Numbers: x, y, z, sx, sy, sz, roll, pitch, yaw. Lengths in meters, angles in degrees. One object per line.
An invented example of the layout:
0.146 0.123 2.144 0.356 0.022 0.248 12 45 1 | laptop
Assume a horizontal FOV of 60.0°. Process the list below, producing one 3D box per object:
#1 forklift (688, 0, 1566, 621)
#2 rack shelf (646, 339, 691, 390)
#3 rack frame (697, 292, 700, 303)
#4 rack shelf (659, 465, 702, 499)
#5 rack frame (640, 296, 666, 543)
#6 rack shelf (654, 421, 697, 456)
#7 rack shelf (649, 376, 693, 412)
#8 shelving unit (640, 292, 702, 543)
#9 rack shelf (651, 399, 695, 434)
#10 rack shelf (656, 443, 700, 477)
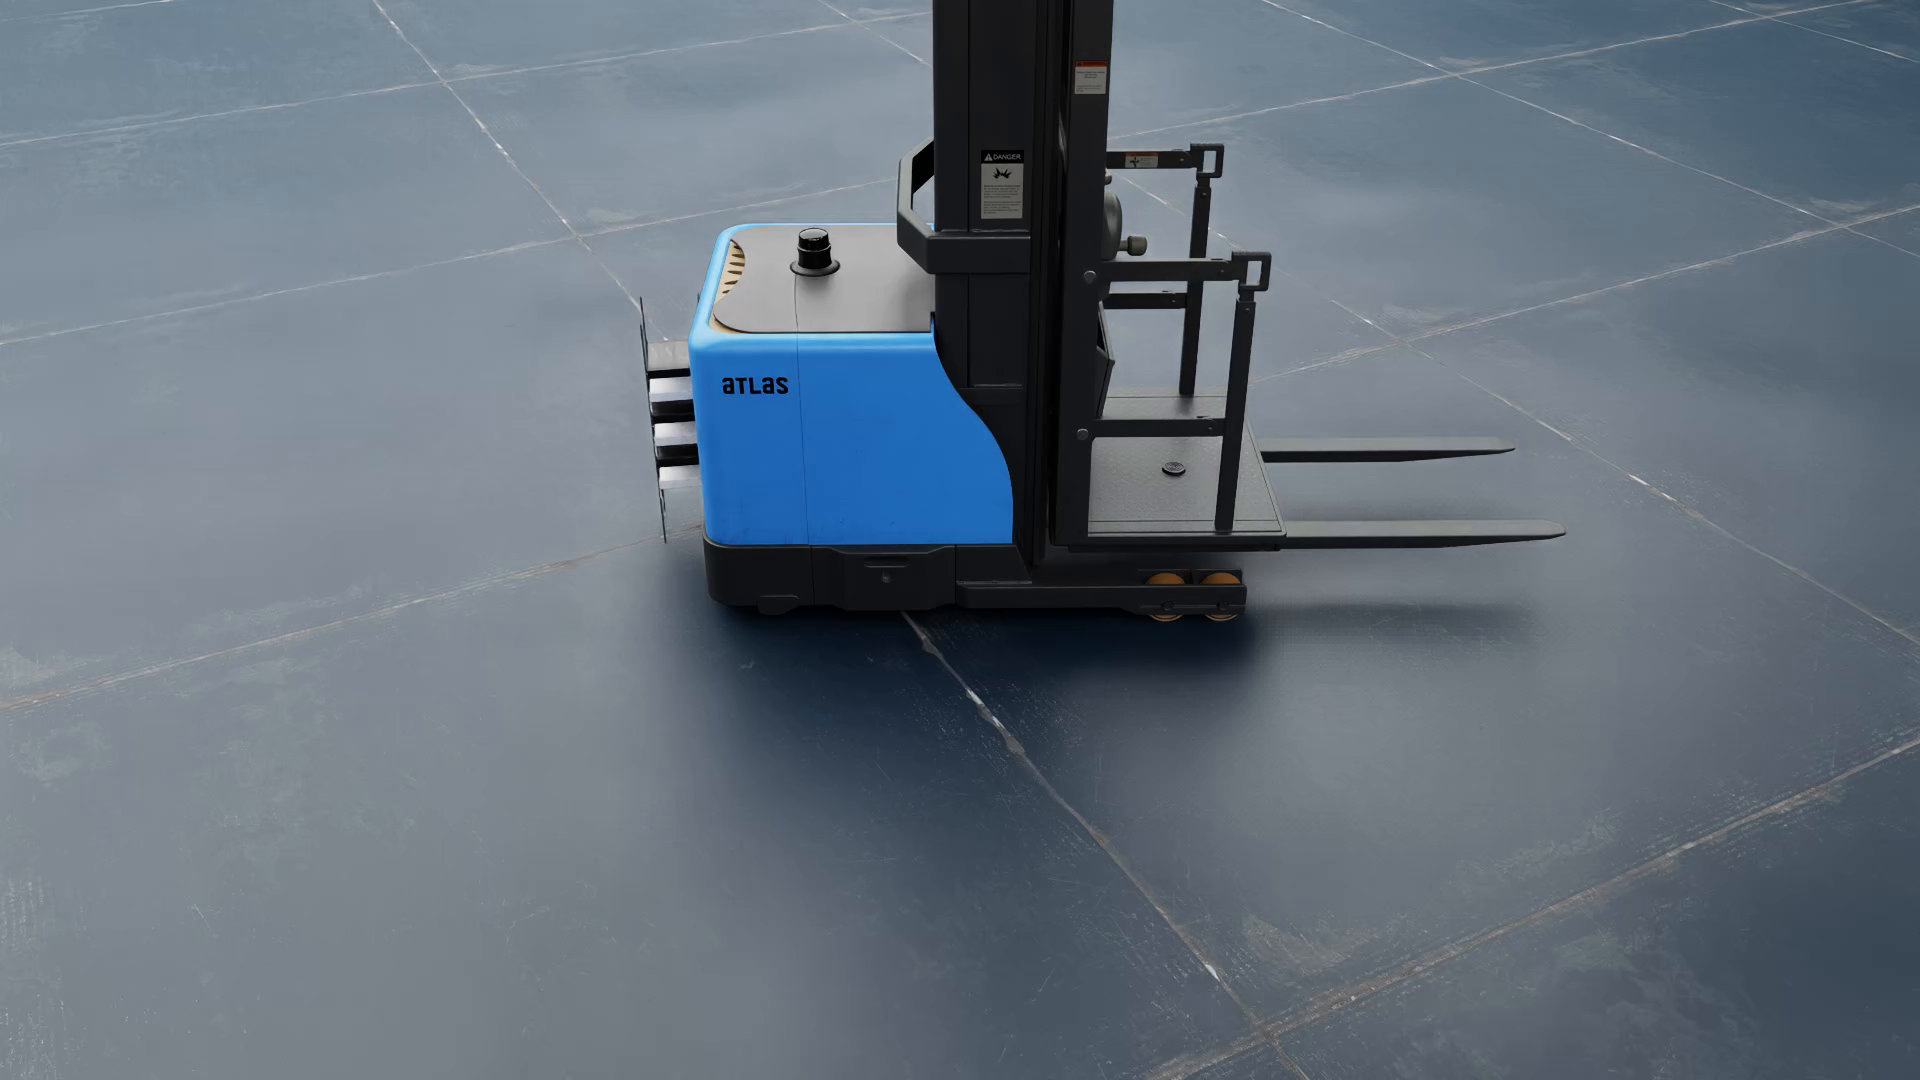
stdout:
0.624 -1.238 5.466 3.031 2.935 1.130 0 33 -1 | forklift
-1.022 -0.638 5.973 0.200 0.077 0.258 -5 33 -8 | rack shelf
-0.922 -0.447 6.114 0.006 0.900 0.240 -5 33 -8 | rack frame
-1.022 -0.259 6.216 0.200 0.077 0.258 -5 33 -8 | rack shelf
-1.122 -0.430 6.087 0.006 0.900 0.240 -5 33 -8 | rack frame
-1.022 -0.411 6.119 0.200 0.077 0.258 -5 33 -8 | rack shelf
-1.022 -0.562 6.021 0.200 0.077 0.258 -5 33 -8 | rack shelf
-1.022 -0.439 6.101 0.210 0.900 0.258 -5 33 -8 | shelving unit
-1.022 -0.486 6.070 0.200 0.077 0.258 -5 33 -8 | rack shelf
-1.022 -0.335 6.167 0.200 0.077 0.258 -5 33 -8 | rack shelf
